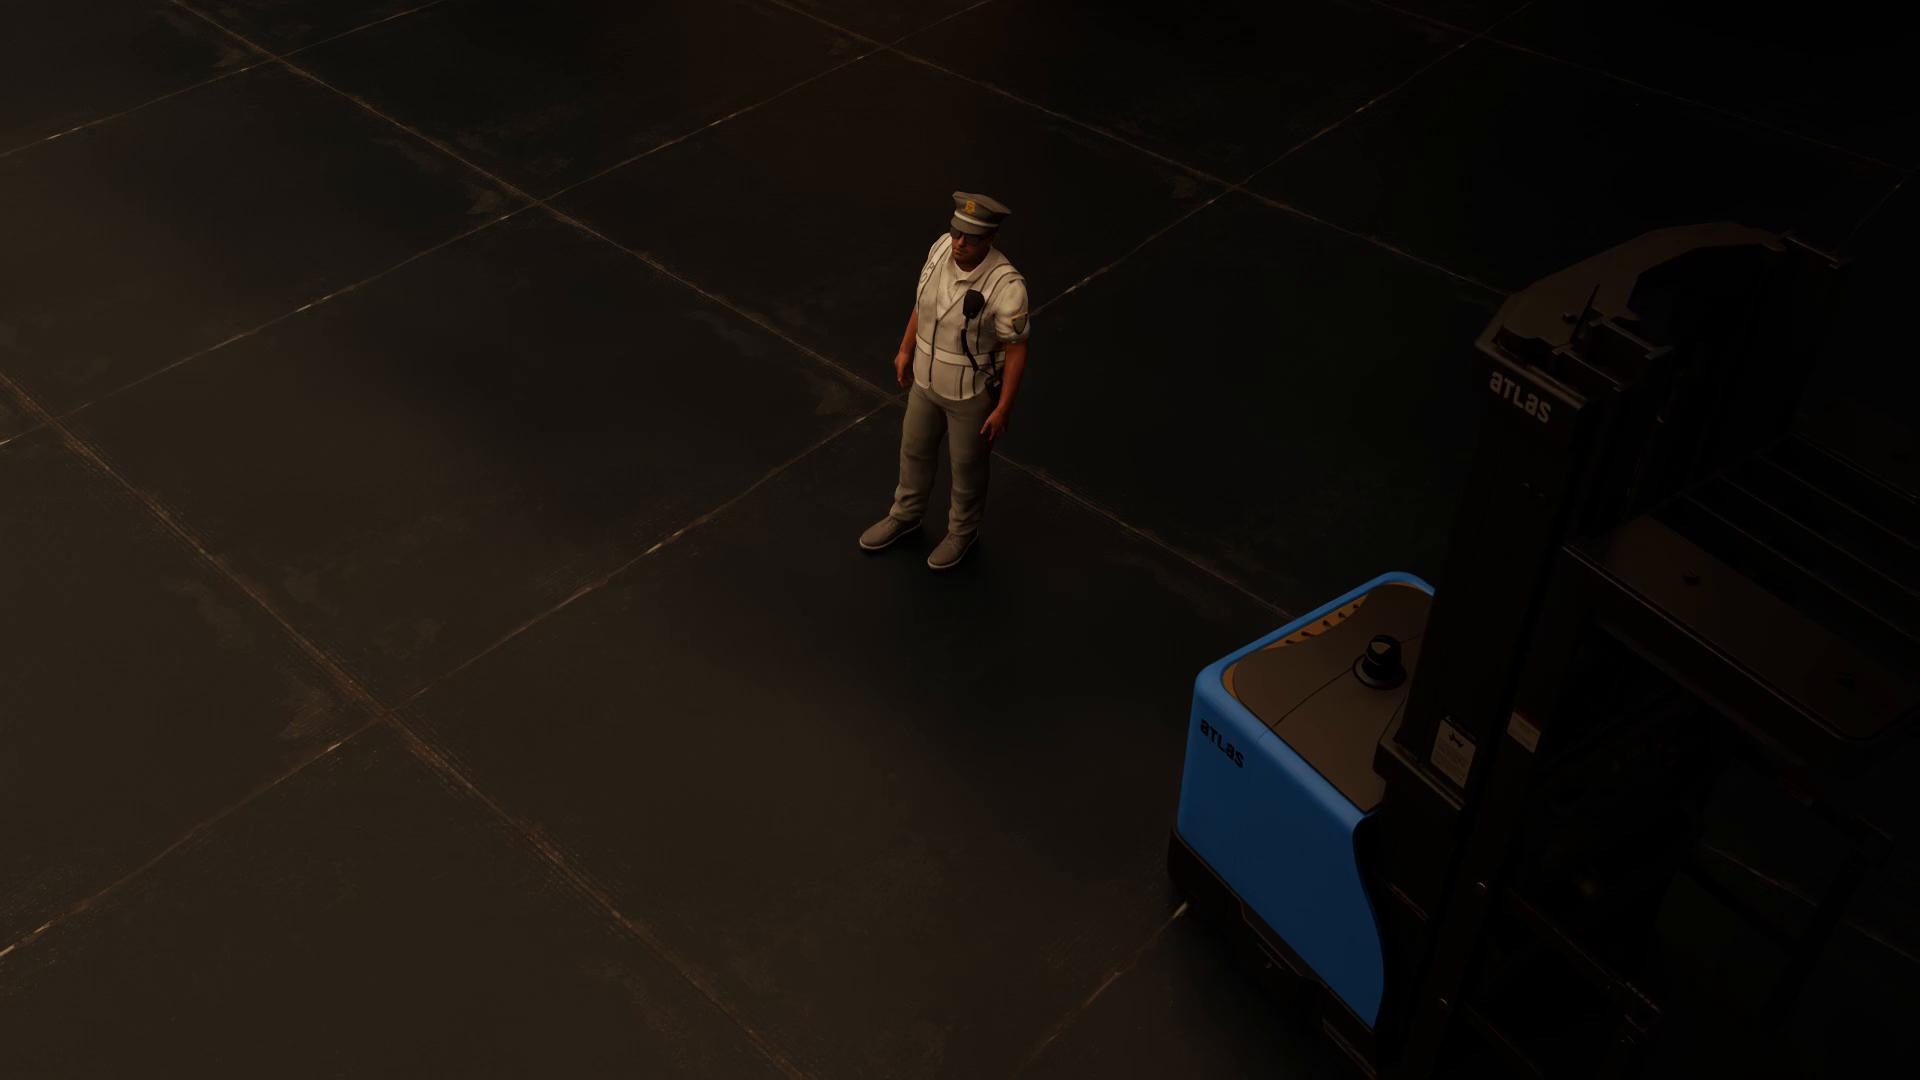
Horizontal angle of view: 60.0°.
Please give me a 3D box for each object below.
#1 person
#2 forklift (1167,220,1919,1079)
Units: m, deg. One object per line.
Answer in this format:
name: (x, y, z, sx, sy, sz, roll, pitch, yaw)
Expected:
person: (-0.061, -0.650, 7.056, 0.641, 1.781, 0.574, 31, 49, 31)
forklift: (2.009, 0.760, 4.542, 1.130, 2.935, 3.031, -24, 46, -25)
